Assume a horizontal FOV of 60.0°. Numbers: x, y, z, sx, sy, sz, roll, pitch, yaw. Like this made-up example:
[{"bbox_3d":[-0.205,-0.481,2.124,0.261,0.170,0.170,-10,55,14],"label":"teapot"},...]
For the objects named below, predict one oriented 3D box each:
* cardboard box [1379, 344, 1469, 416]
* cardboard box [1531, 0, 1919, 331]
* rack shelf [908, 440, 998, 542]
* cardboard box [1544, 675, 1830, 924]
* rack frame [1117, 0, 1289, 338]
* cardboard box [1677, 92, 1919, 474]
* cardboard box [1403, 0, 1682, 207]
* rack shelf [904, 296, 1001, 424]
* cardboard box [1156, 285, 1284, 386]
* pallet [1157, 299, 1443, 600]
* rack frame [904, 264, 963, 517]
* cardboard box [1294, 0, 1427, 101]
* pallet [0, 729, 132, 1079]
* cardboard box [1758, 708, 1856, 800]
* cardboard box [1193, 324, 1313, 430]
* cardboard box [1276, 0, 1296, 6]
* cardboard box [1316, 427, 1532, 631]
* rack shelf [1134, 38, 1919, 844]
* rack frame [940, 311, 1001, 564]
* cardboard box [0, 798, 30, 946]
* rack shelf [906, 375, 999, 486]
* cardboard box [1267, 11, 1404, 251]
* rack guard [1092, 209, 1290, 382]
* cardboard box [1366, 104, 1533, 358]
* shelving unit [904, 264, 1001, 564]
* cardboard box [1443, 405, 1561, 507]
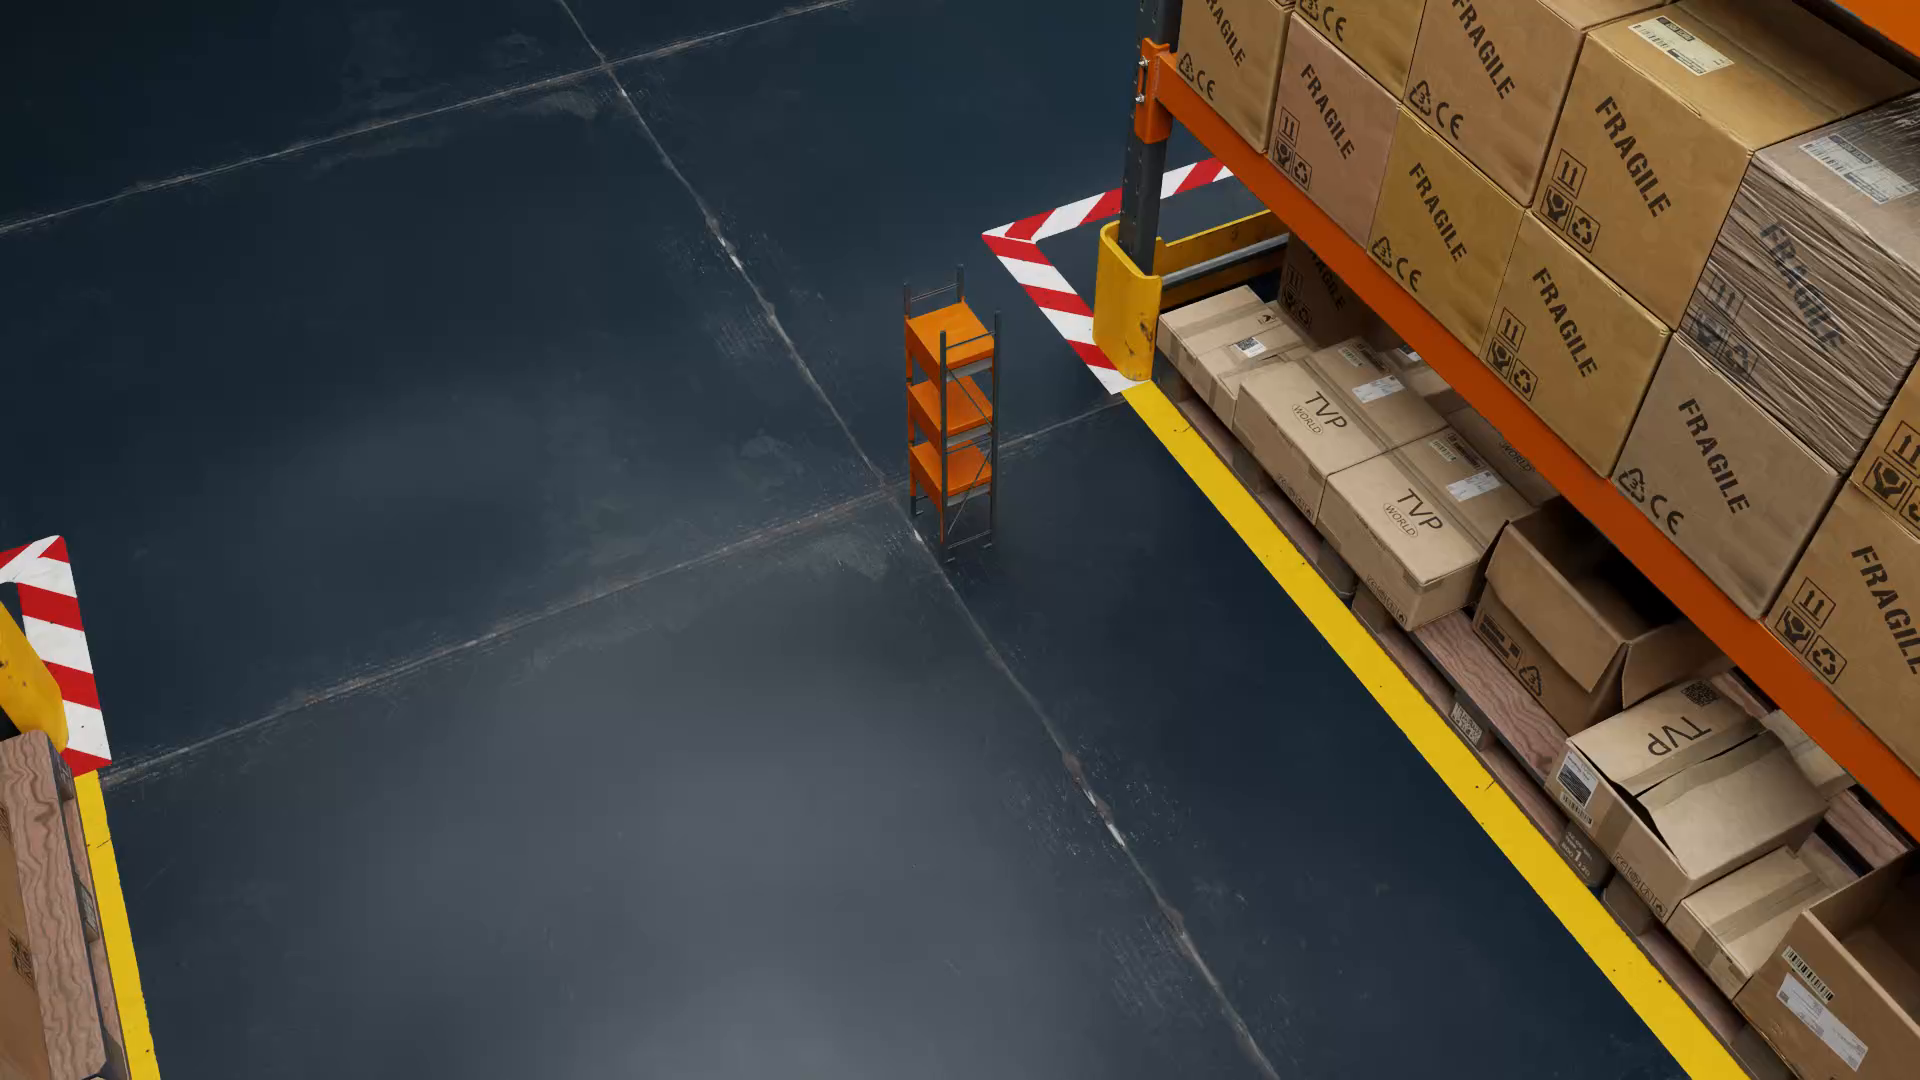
[{"bbox_3d":[1.625,-0.565,5.842,0.380,0.166,0.250,-21,52,-18],"label":"cardboard box"},{"bbox_3d":[1.724,-0.885,3.801,0.500,0.500,0.500,-22,52,-18],"label":"cardboard box"},{"bbox_3d":[-0.024,-0.192,5.603,0.215,0.259,0.240,-21,52,-18],"label":"rack shelf"},{"bbox_3d":[2.026,0.697,4.641,0.500,0.311,0.500,-21,52,-18],"label":"cardboard box"},{"bbox_3d":[1.052,-1.935,5.449,1.000,3.000,0.127,-21,52,-18],"label":"rack frame"},{"bbox_3d":[1.953,-0.548,3.506,0.500,0.500,0.500,-21,52,-17],"label":"cardboard box"},{"bbox_3d":[1.491,-1.225,4.098,0.500,0.500,0.500,-21,52,-17],"label":"cardboard box"},{"bbox_3d":[-0.024,-0.561,5.181,0.215,0.259,0.240,-21,52,-18],"label":"rack shelf"},{"bbox_3d":[0.938,-0.742,6.008,0.380,0.149,0.250,-21,52,-18],"label":"cardboard box"},{"bbox_3d":[1.452,-0.432,5.988,1.003,0.211,1.213,-21,52,-18],"label":"pallet"},{"bbox_3d":[-0.080,-0.463,5.458,0.200,1.050,0.008,-21,52,-18],"label":"rack frame"},{"bbox_3d":[1.267,-1.562,4.392,0.500,0.500,0.500,-21,52,-17],"label":"cardboard box"},{"bbox_3d":[-2.915,1.200,4.560,1.003,0.211,1.213,-21,52,-18],"label":"pallet"},{"bbox_3d":[2.478,0.600,4.823,0.380,0.166,0.250,-21,52,-18],"label":"cardboard box"},{"bbox_3d":[1.052,-0.581,5.855,0.380,0.166,0.250,-21,52,-18],"label":"cardboard box"},{"bbox_3d":[1.021,-1.909,4.696,0.500,0.500,0.500,-20,52,-16],"label":"cardboard box"},{"bbox_3d":[1.506,-0.043,5.329,0.500,0.250,0.500,-21,52,-18],"label":"cardboard box"},{"bbox_3d":[1.967,-0.359,4.549,1.077,0.370,4.000,-21,52,-18],"label":"rack shelf"},{"bbox_3d":[0.031,-0.300,5.315,0.200,1.050,0.008,-21,52,-18],"label":"rack frame"},{"bbox_3d":[-2.942,0.893,4.358,0.700,0.500,0.500,-21,52,-18],"label":"cardboard box"},{"bbox_3d":[-0.024,-0.374,5.394,0.215,0.259,0.240,-21,52,-18],"label":"rack shelf"},{"bbox_3d":[1.261,-1.236,4.772,0.500,0.500,0.500,-22,52,-18],"label":"cardboard box"},{"bbox_3d":[1.087,-1.061,6.346,1.175,0.500,0.348,-21,52,-18],"label":"rack guard"},{"bbox_3d":[1.488,-0.899,4.477,0.500,0.500,0.500,-21,52,-18],"label":"cardboard box"},{"bbox_3d":[-0.024,-0.381,5.386,0.215,1.050,0.252,-21,52,-18],"label":"shelving unit"},{"bbox_3d":[1.928,-0.249,5.509,0.500,0.250,0.500,-21,52,-18],"label":"cardboard box"}]
